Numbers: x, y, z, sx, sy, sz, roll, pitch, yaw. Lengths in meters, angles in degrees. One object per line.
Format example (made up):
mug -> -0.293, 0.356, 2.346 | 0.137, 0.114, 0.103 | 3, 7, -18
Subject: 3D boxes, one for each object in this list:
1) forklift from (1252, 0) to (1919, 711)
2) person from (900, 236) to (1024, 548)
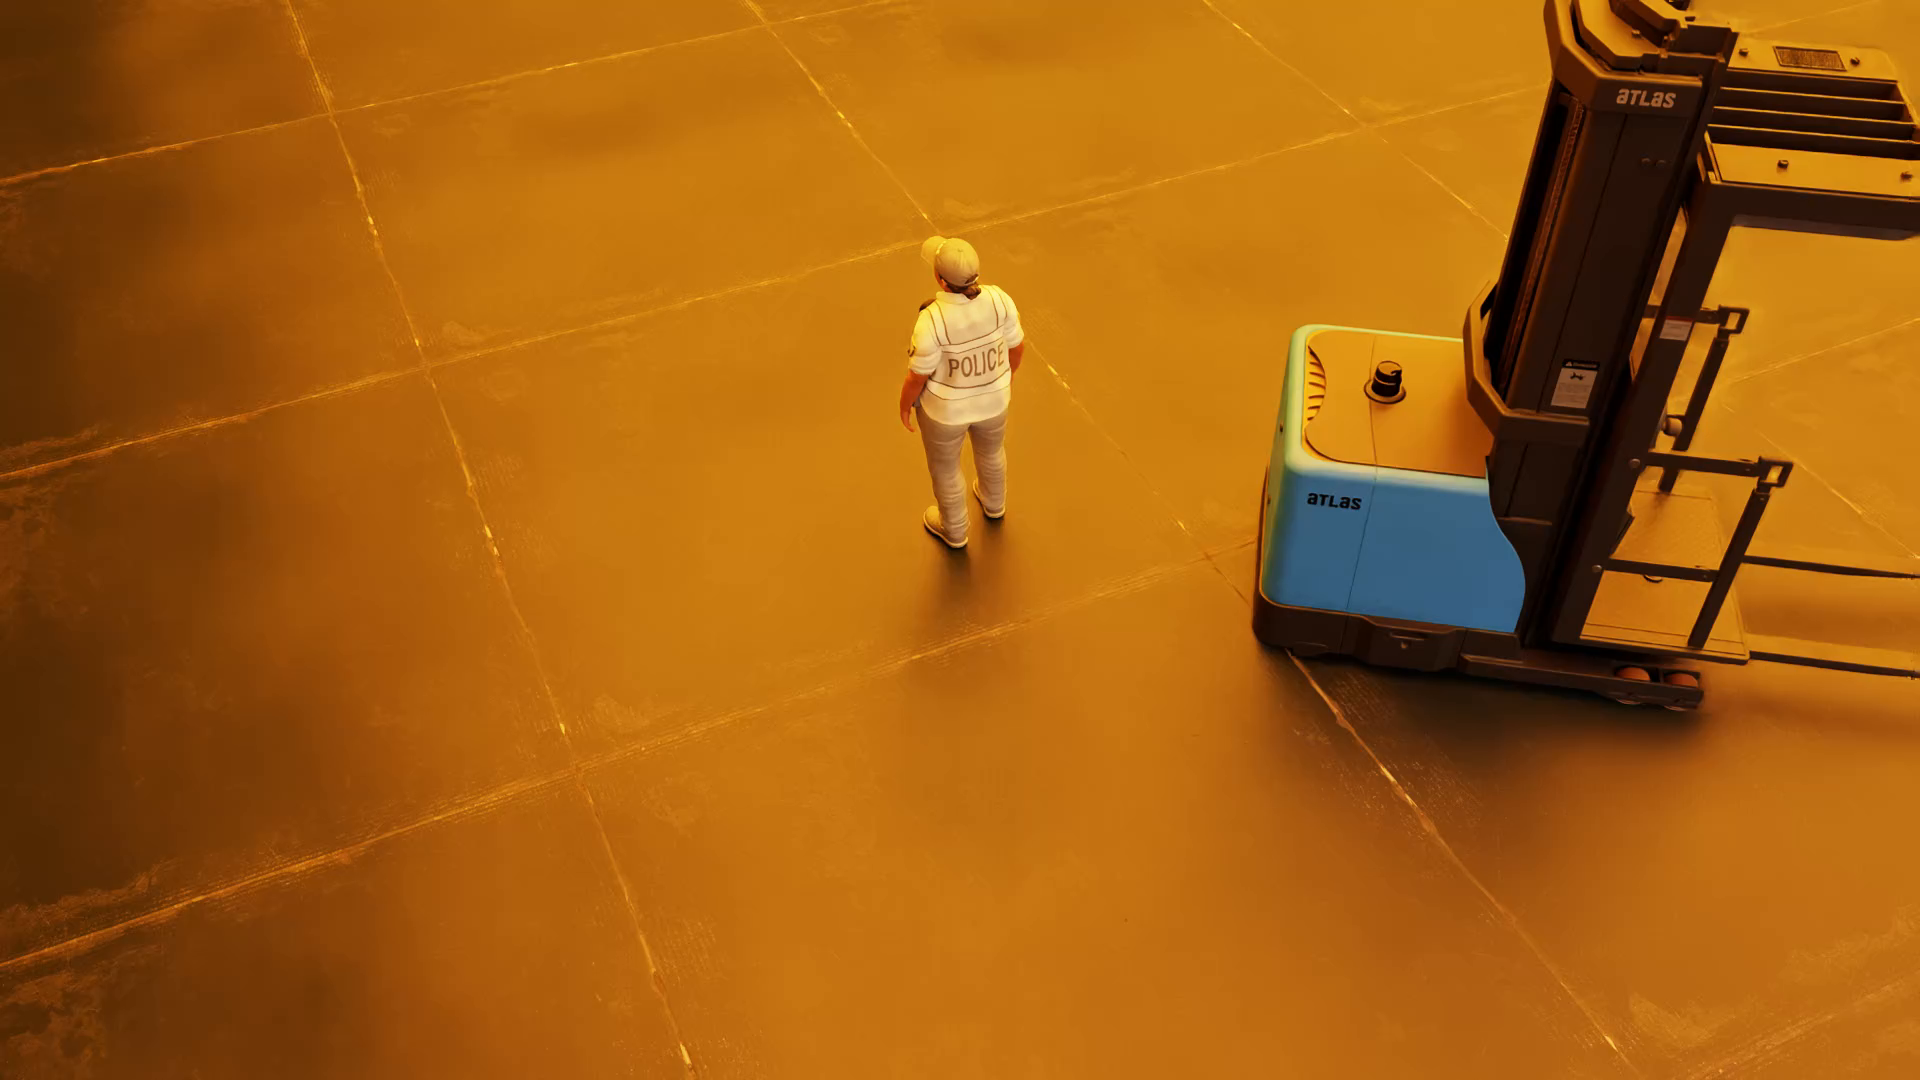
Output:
forklift -> 2.851, -0.742, 6.475 | 3.031, 2.935, 1.130 | 7, 43, 7
person -> -0.011, -0.668, 7.313 | 0.598, 1.670, 0.529 | -18, 46, -18
